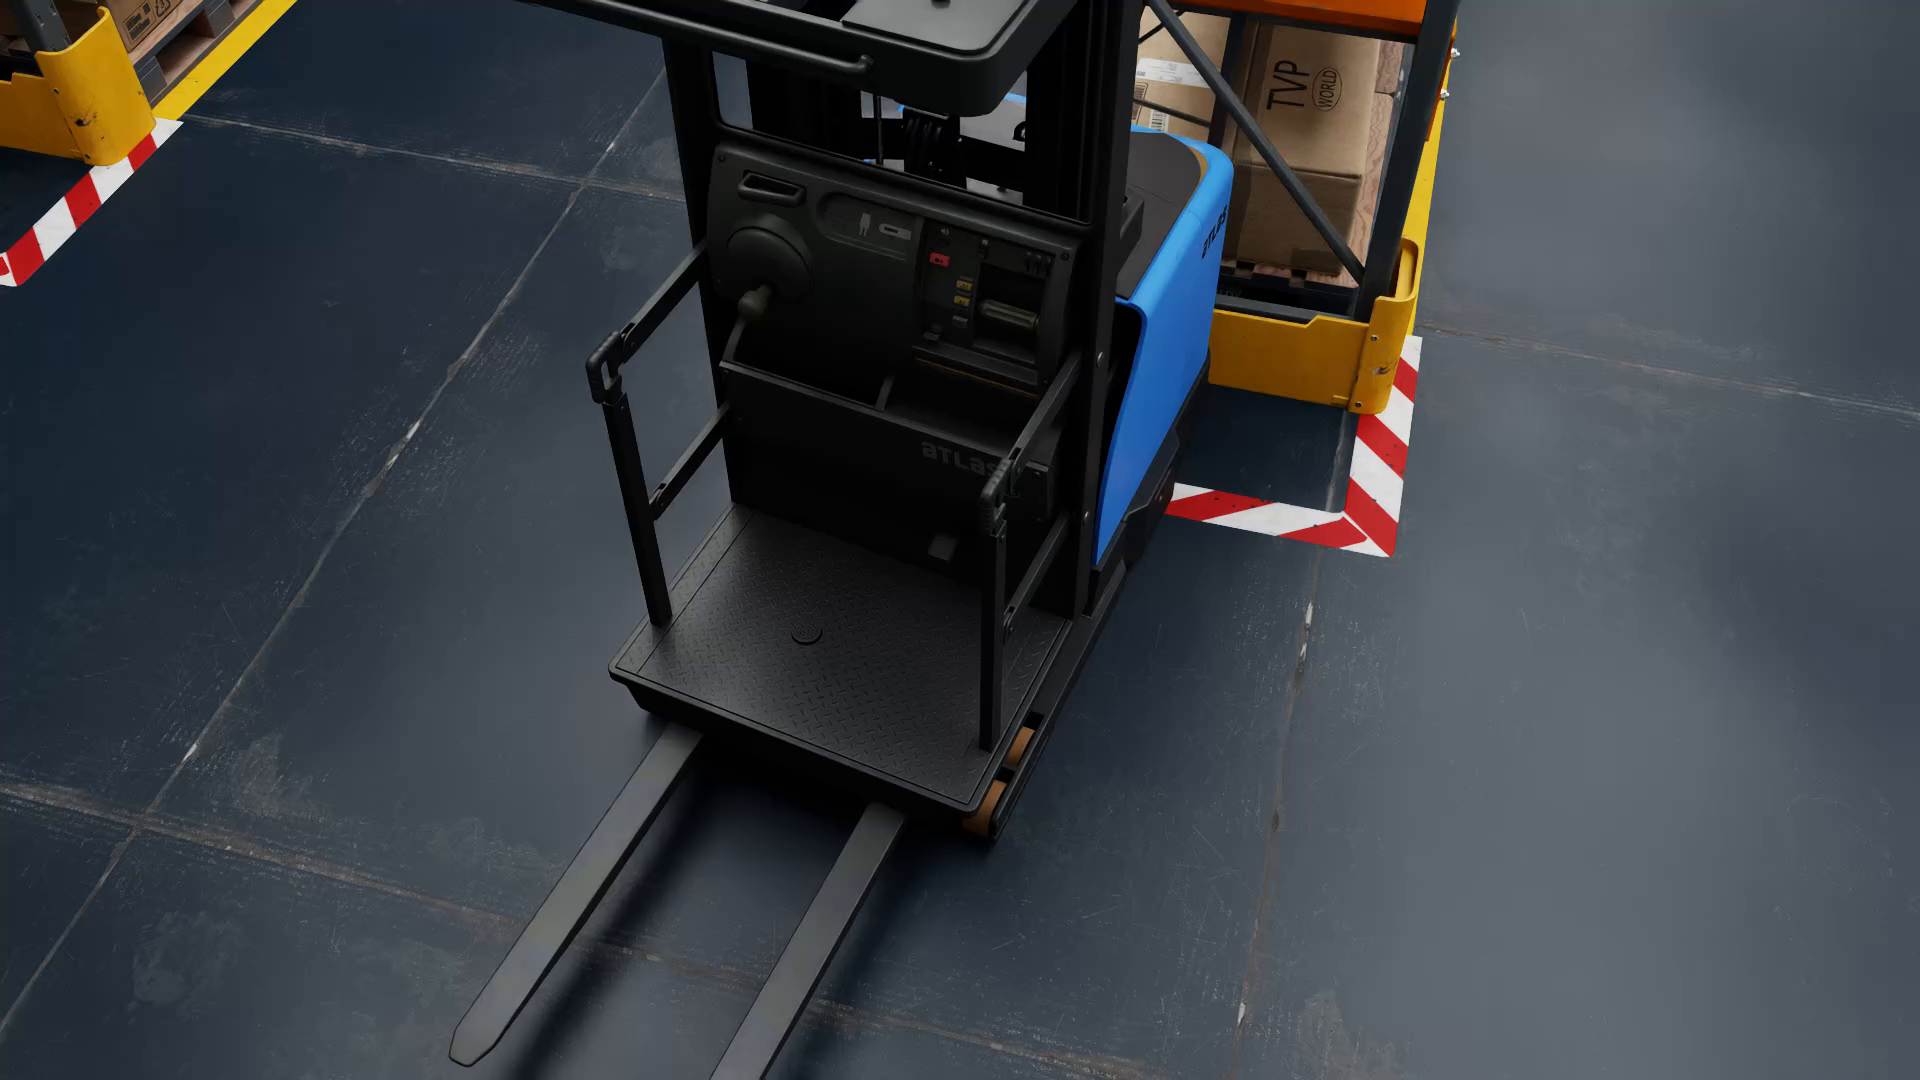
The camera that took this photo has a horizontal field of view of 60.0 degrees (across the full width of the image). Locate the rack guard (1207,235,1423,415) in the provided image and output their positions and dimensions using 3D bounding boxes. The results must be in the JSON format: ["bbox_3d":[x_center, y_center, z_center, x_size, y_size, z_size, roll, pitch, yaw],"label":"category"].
[{"bbox_3d":[0.915,-0.816,5.637,1.175,0.500,0.348,12,50,10],"label":"rack guard"}]

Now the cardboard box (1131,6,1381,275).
[{"bbox_3d":[0.999,-1.449,5.957,0.875,0.438,0.875,10,49,9],"label":"cardboard box"}]

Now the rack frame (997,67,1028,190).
[{"bbox_3d":[0.142,-0.791,4.806,0.500,1.500,0.032,24,49,17],"label":"rack frame"}]

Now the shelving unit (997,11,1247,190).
[{"bbox_3d":[0.382,-1.098,5.118,0.587,1.500,1.083,24,49,17],"label":"shelving unit"}]

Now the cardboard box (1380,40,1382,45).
[{"bbox_3d":[1.232,-2.112,6.542,0.875,0.438,0.875,13,50,11],"label":"cardboard box"}]

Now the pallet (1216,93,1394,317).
[{"bbox_3d":[1.057,-1.331,6.284,1.003,0.211,1.213,12,50,10],"label":"pallet"}]

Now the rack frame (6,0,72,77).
[{"bbox_3d":[-3.868,-2.637,5.577,1.000,3.000,0.127,12,50,10],"label":"rack frame"}]

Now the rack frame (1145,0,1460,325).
[{"bbox_3d":[0.922,-1.660,4.715,1.000,3.000,0.127,12,50,10],"label":"rack frame"}]

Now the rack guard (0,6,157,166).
[{"bbox_3d":[-3.848,-1.865,6.563,1.175,0.500,0.348,12,50,10],"label":"rack guard"}]

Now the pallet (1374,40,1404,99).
[{"bbox_3d":[1.380,-2.211,7.061,1.003,0.211,1.213,12,50,10],"label":"pallet"}]

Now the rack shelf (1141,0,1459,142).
[{"bbox_3d":[1.448,-2.869,6.261,1.077,0.370,4.000,12,50,10],"label":"rack shelf"}]

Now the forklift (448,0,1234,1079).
[{"bbox_3d":[-0.263,-0.540,3.772,1.130,2.935,3.031,19,51,16],"label":"forklift"}]

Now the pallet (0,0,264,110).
[{"bbox_3d":[-3.639,-2.346,7.180,1.003,0.211,1.213,12,50,10],"label":"pallet"}]

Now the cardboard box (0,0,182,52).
[{"bbox_3d":[-3.615,-2.374,6.729,0.797,0.503,0.637,10,49,9],"label":"cardboard box"}]

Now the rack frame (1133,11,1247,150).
[{"bbox_3d":[0.632,-1.416,5.440,0.500,1.500,0.032,24,49,17],"label":"rack frame"}]
